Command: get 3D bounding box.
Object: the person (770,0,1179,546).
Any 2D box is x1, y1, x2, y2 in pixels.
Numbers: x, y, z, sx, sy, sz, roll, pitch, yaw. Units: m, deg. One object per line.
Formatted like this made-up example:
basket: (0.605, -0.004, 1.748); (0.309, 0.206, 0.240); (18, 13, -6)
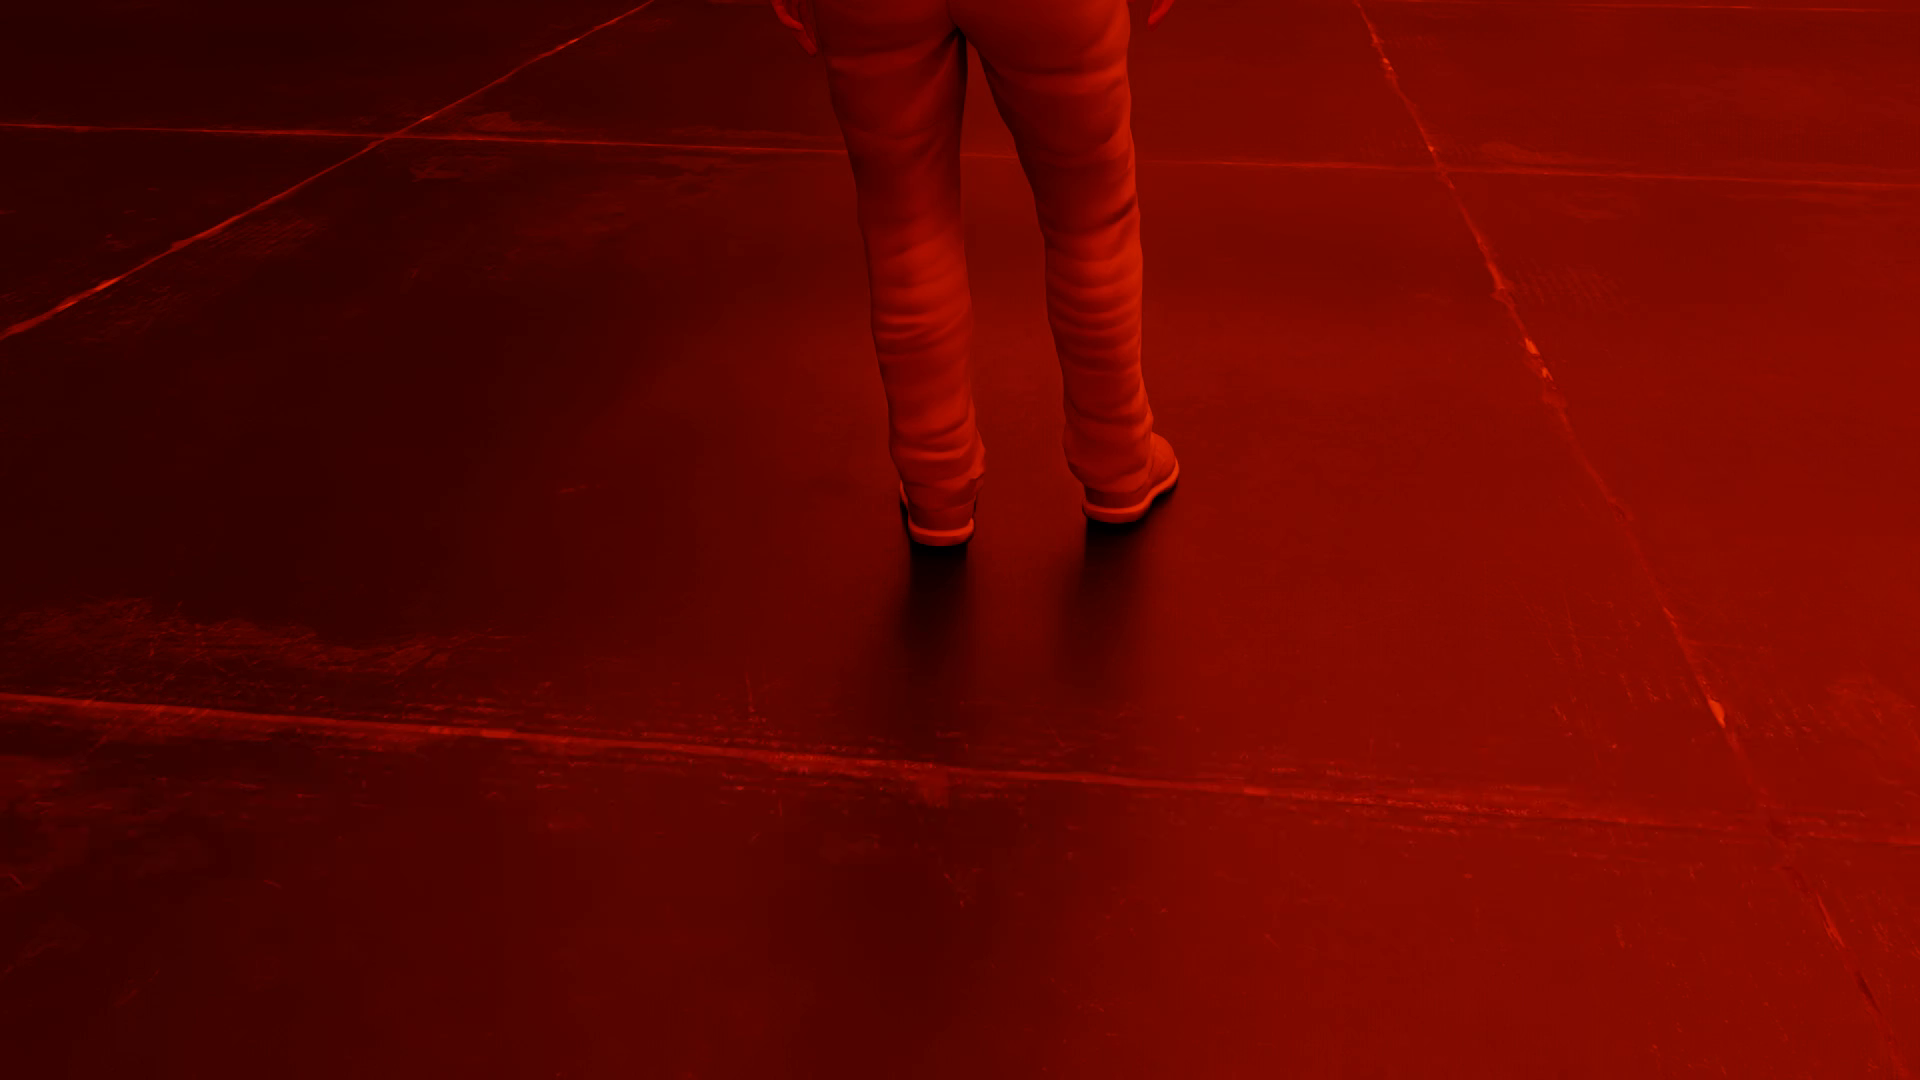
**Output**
person: (0.033, -0.784, 2.190); (0.598, 1.670, 0.529); (3, 27, 7)
